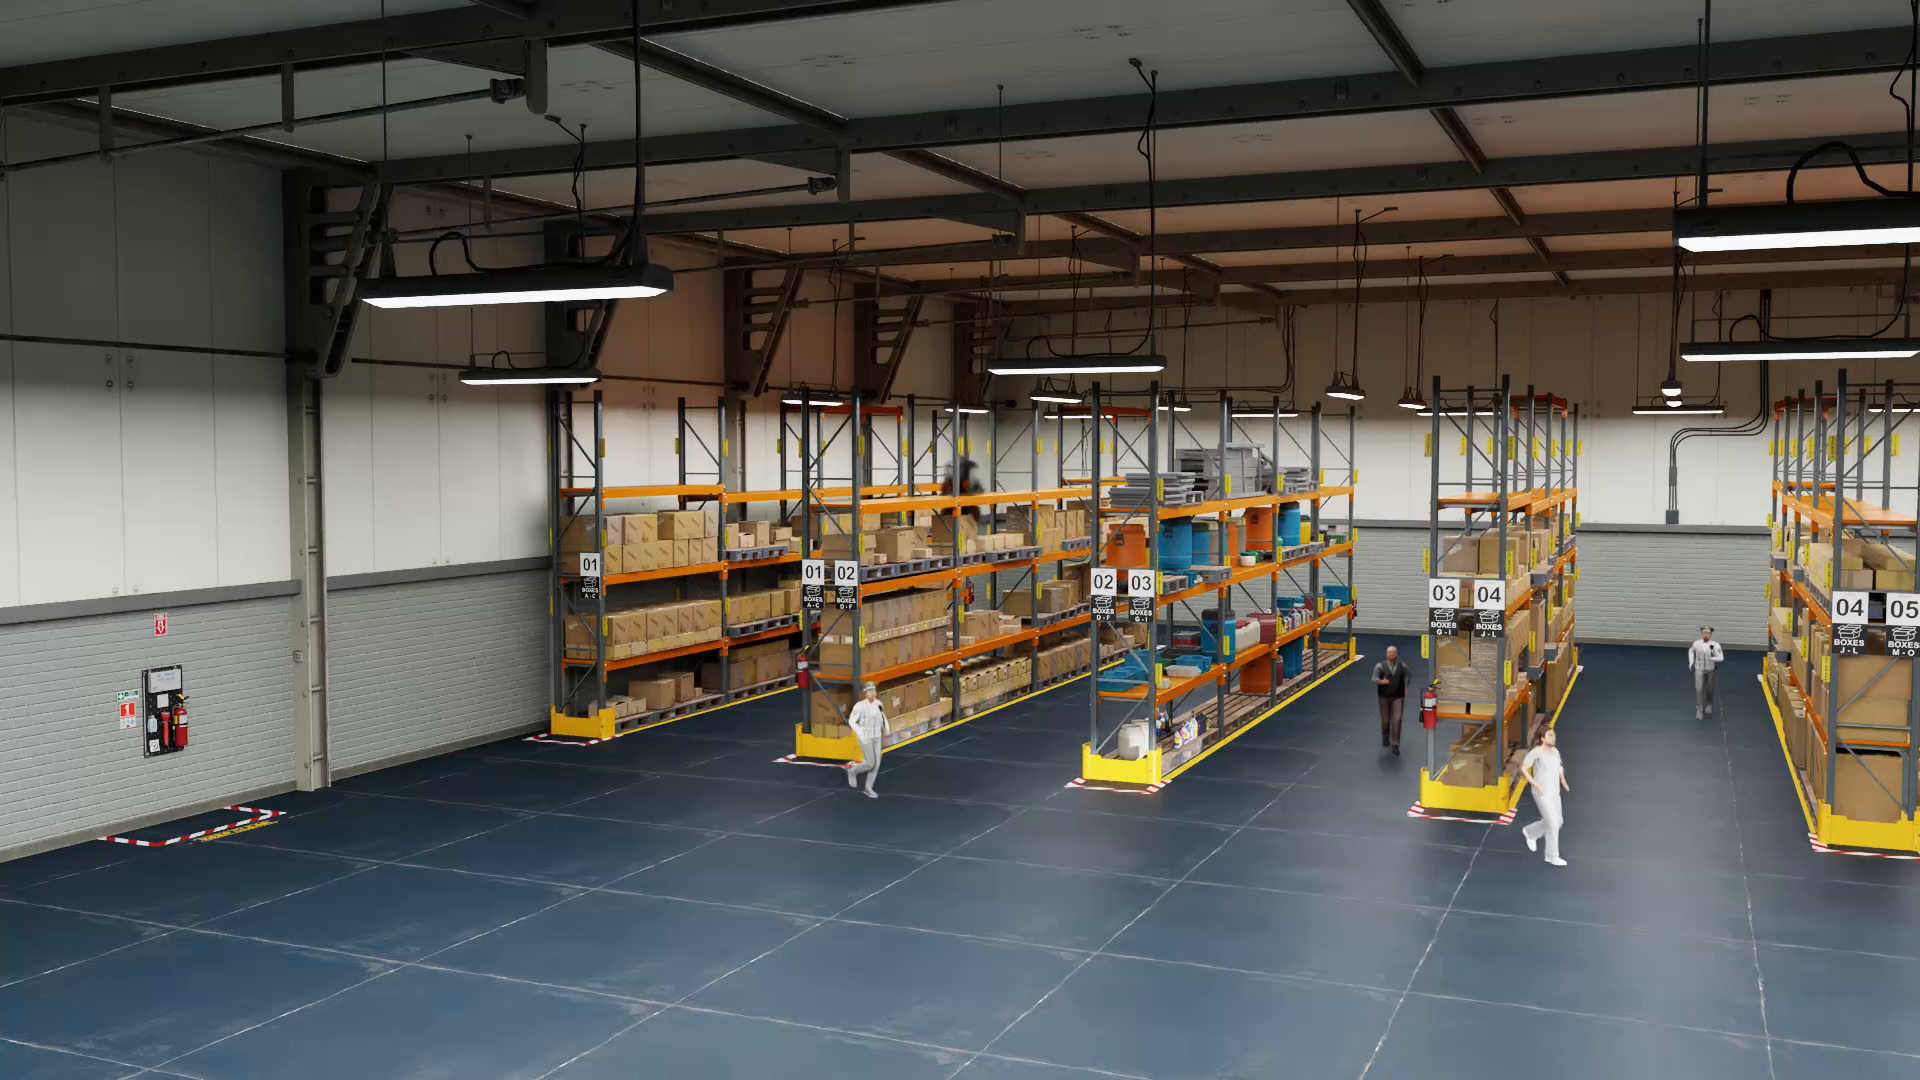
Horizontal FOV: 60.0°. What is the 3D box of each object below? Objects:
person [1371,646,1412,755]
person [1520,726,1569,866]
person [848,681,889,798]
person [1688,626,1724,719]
[{"bbox_3d":[7.077,2.603,27.277,0.661,1.713,0.906,1,3,11],"label":"person"},{"bbox_3d":[7.050,3.062,20.131,0.586,1.647,0.727,-2,4,-27],"label":"person"},{"bbox_3d":[-1.303,2.856,23.989,0.612,1.673,0.594,-2,4,-37],"label":"person"},{"bbox_3d":[13.816,2.424,30.823,0.614,1.687,0.920,2,4,27],"label":"person"}]
